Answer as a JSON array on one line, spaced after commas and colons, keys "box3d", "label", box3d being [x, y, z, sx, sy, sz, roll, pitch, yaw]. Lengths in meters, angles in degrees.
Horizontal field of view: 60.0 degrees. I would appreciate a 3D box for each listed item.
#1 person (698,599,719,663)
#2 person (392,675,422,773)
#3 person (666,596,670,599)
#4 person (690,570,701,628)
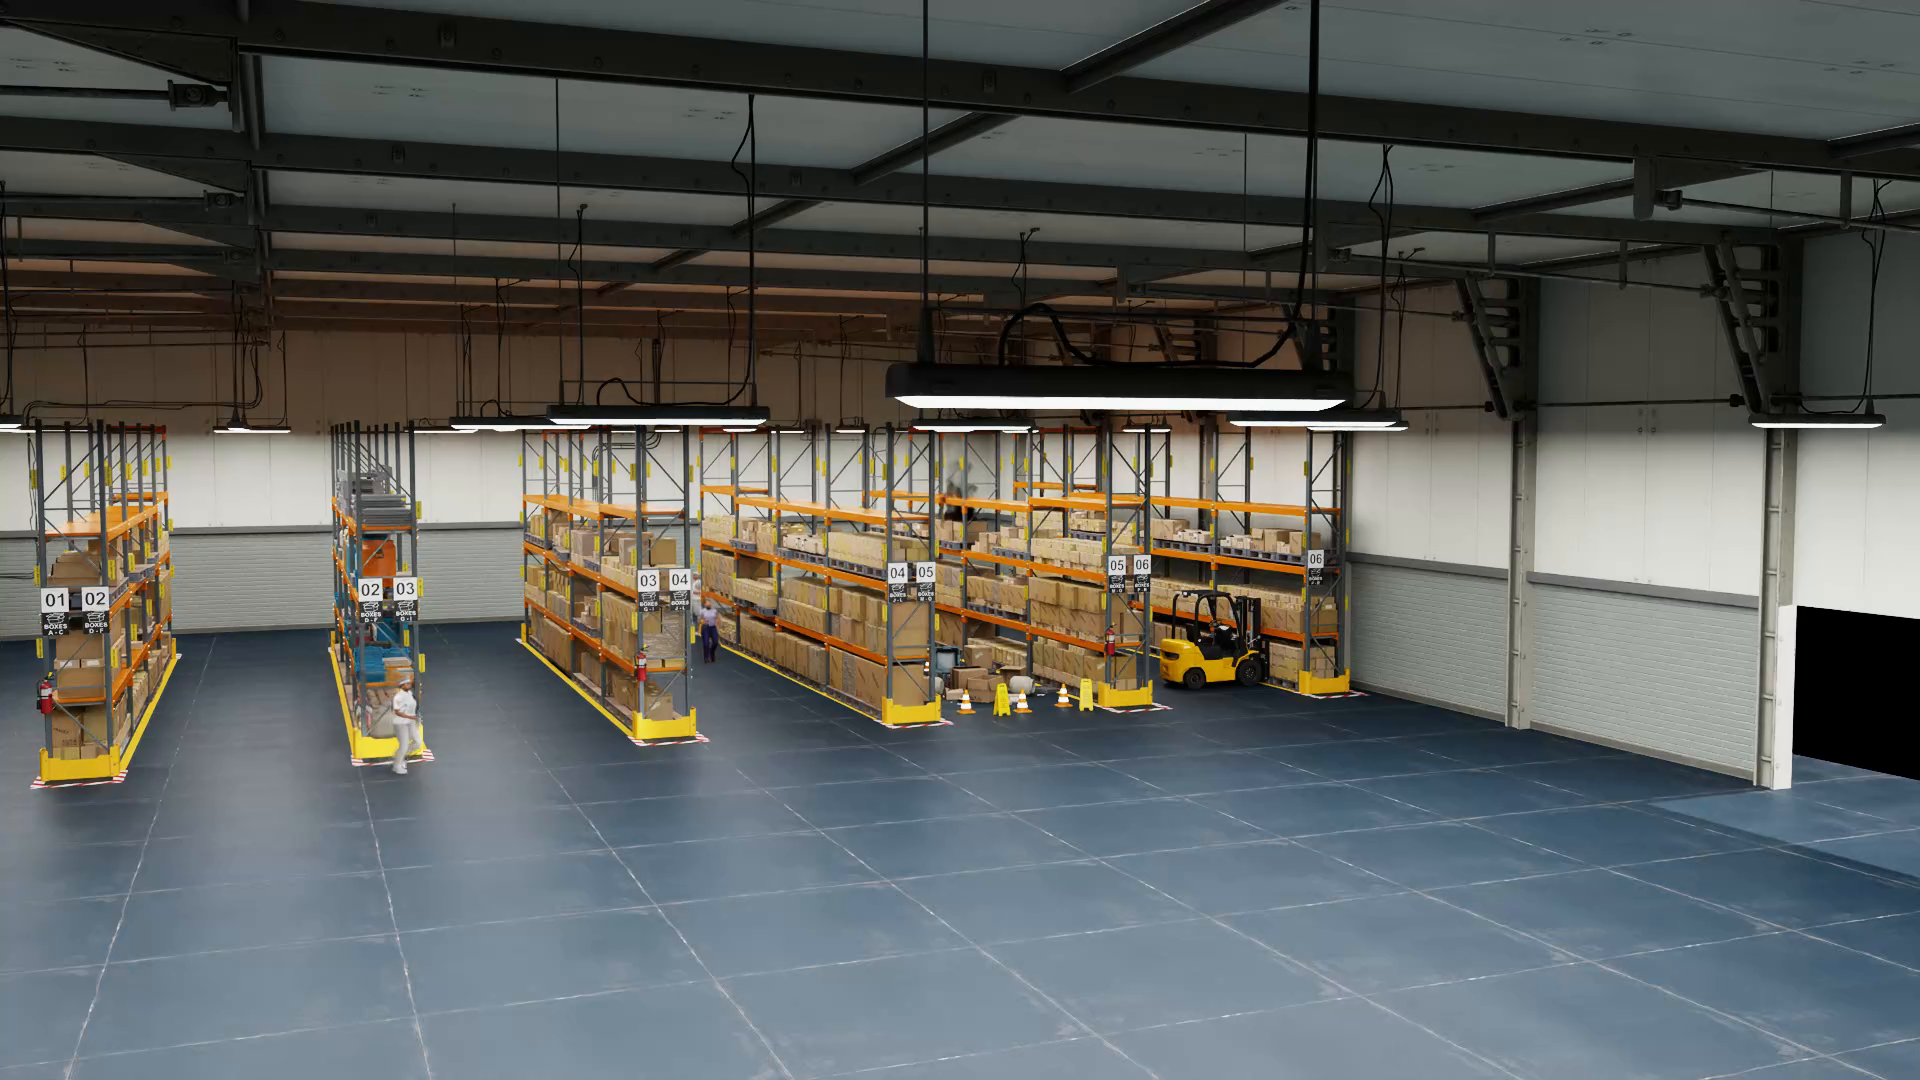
[{"box3d": [-6.302, 2.303, 41.882, 0.591, 1.604, 0.576, -1, 4, -20], "label": "person"}, {"box3d": [-9.390, 3.129, 28.322, 0.579, 1.672, 0.610, 1, 4, 16], "label": "person"}, {"box3d": [-7.830, 2.061, 45.626, 0.589, 1.673, 0.706, -1, 4, -13], "label": "person"}, {"box3d": [-7.758, 1.788, 48.844, 0.708, 1.818, 0.647, -3, 5, -39], "label": "person"}]
